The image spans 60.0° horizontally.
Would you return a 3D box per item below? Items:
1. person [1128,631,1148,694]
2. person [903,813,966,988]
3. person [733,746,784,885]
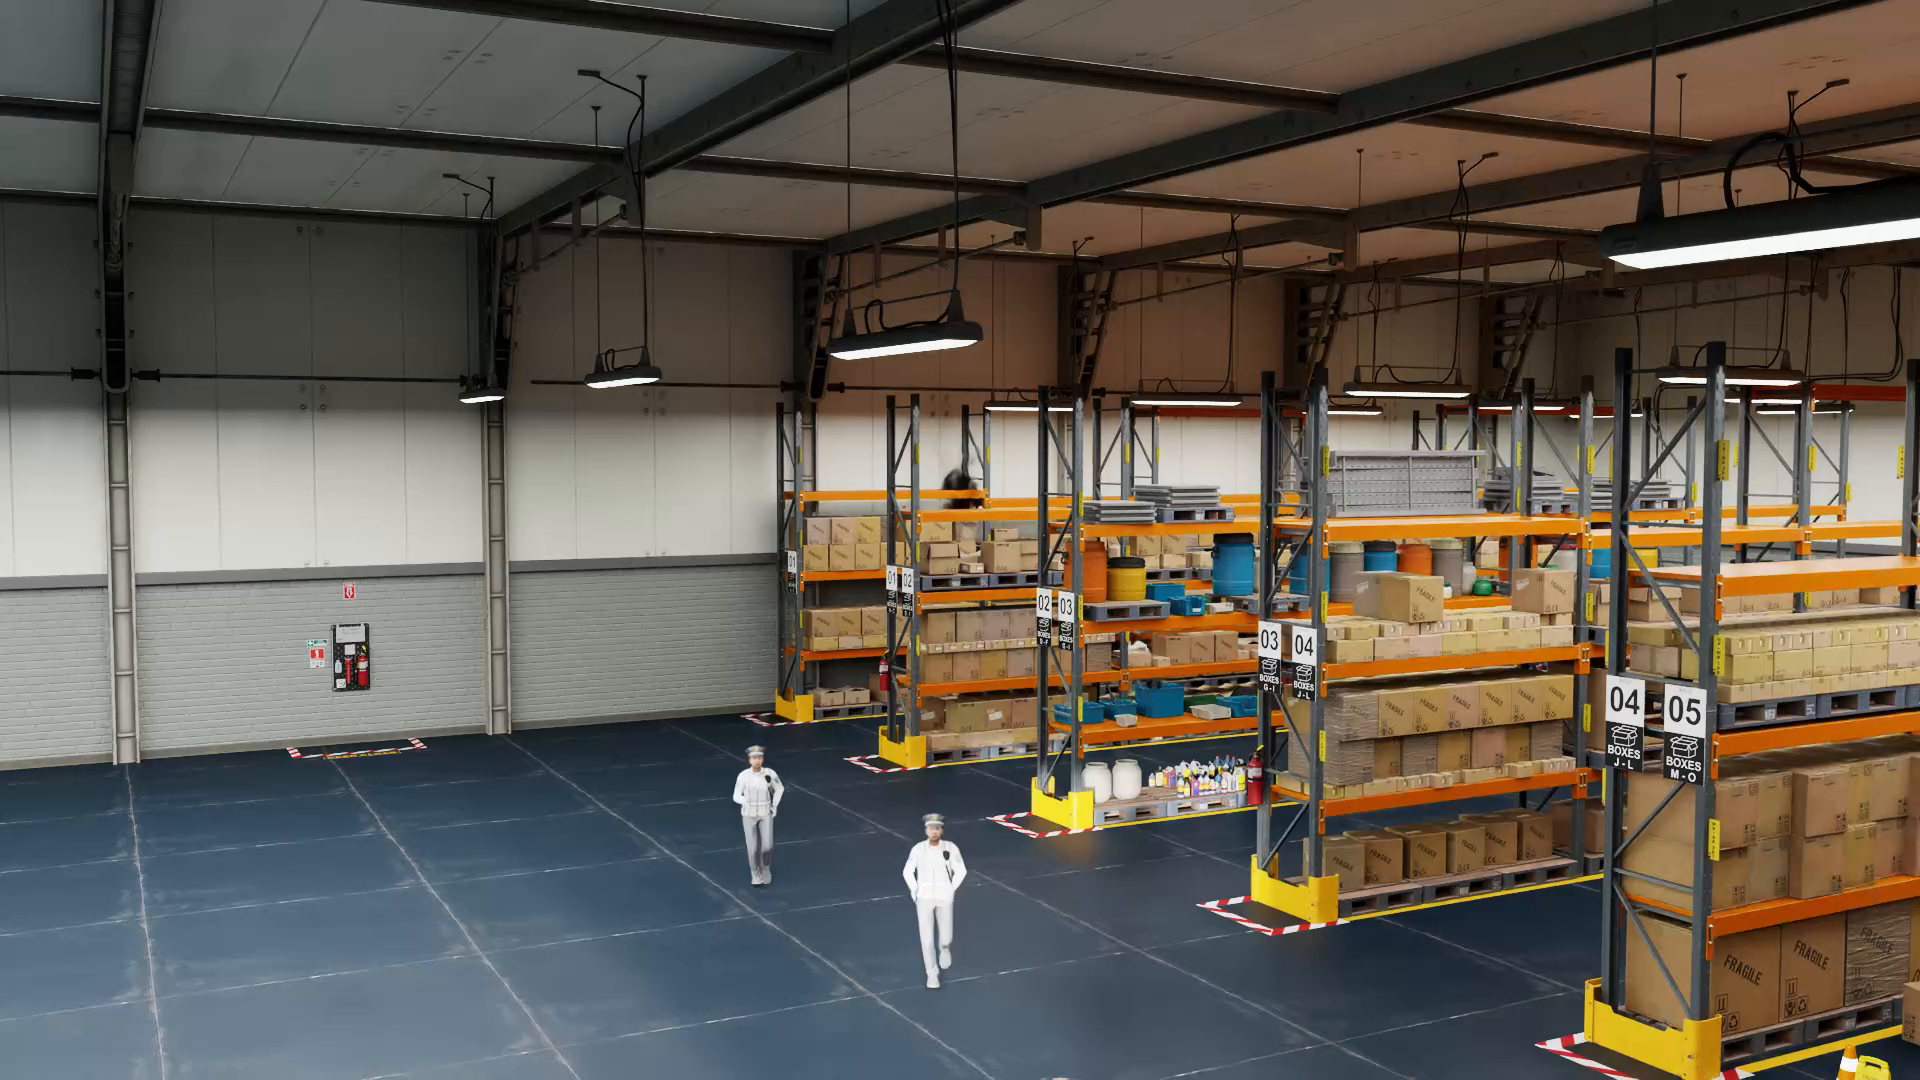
[{"bbox_3d":[3.301,2.508,31.755,0.696,1.723,0.704,-2,4,-36],"label":"person"},{"bbox_3d":[-0.247,3.432,15.977,0.613,1.646,0.559,0,3,1],"label":"person"},{"bbox_3d":[-2.344,3.223,19.396,0.591,1.656,0.598,0,3,-7],"label":"person"}]
